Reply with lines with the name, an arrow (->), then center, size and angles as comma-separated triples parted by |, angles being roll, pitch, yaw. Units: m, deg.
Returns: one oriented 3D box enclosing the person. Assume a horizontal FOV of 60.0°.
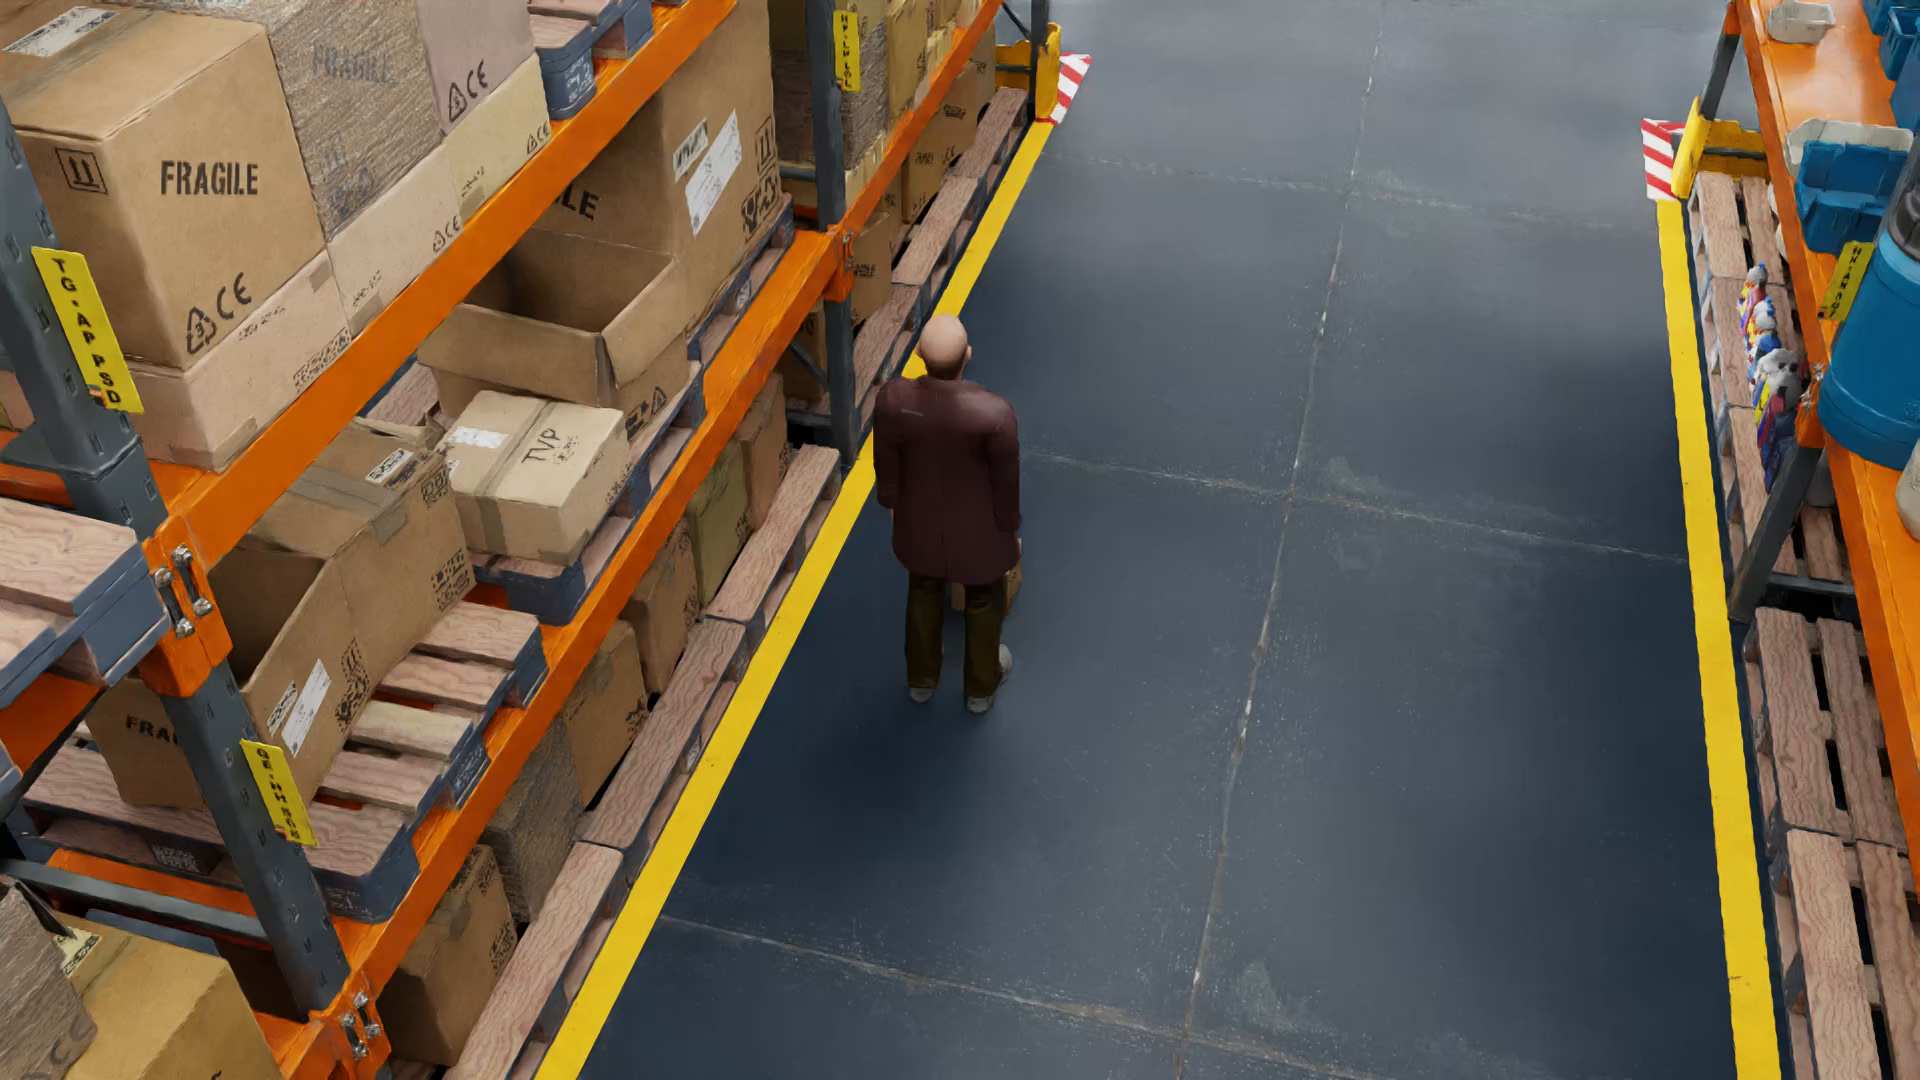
person -> -0.039, -0.114, 6.303 | 0.566, 1.776, 0.386 | 11, 42, 12
